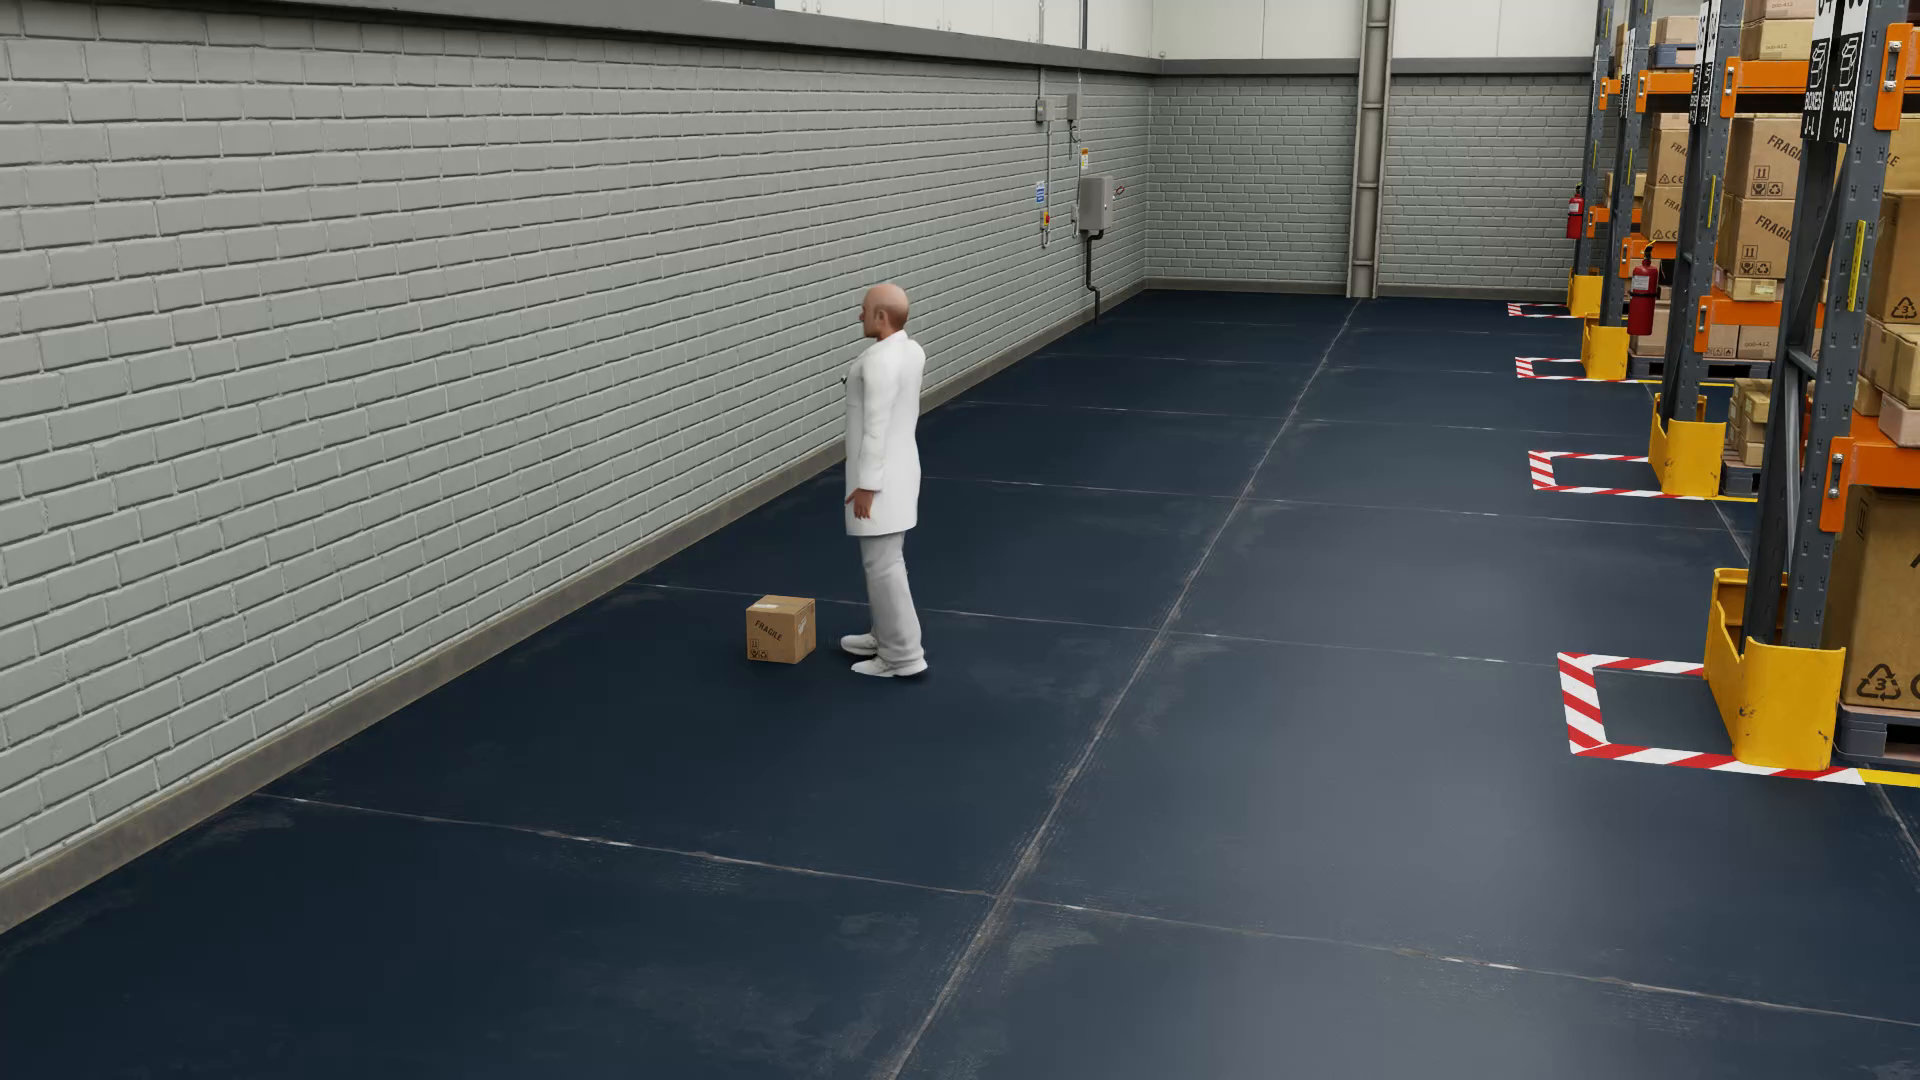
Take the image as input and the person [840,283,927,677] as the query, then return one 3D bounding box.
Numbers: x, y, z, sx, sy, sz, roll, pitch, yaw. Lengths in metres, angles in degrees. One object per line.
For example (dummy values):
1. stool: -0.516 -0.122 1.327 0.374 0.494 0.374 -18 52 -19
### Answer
1. person: -0.365 -0.261 7.587 0.519 1.811 0.574 5 15 17
